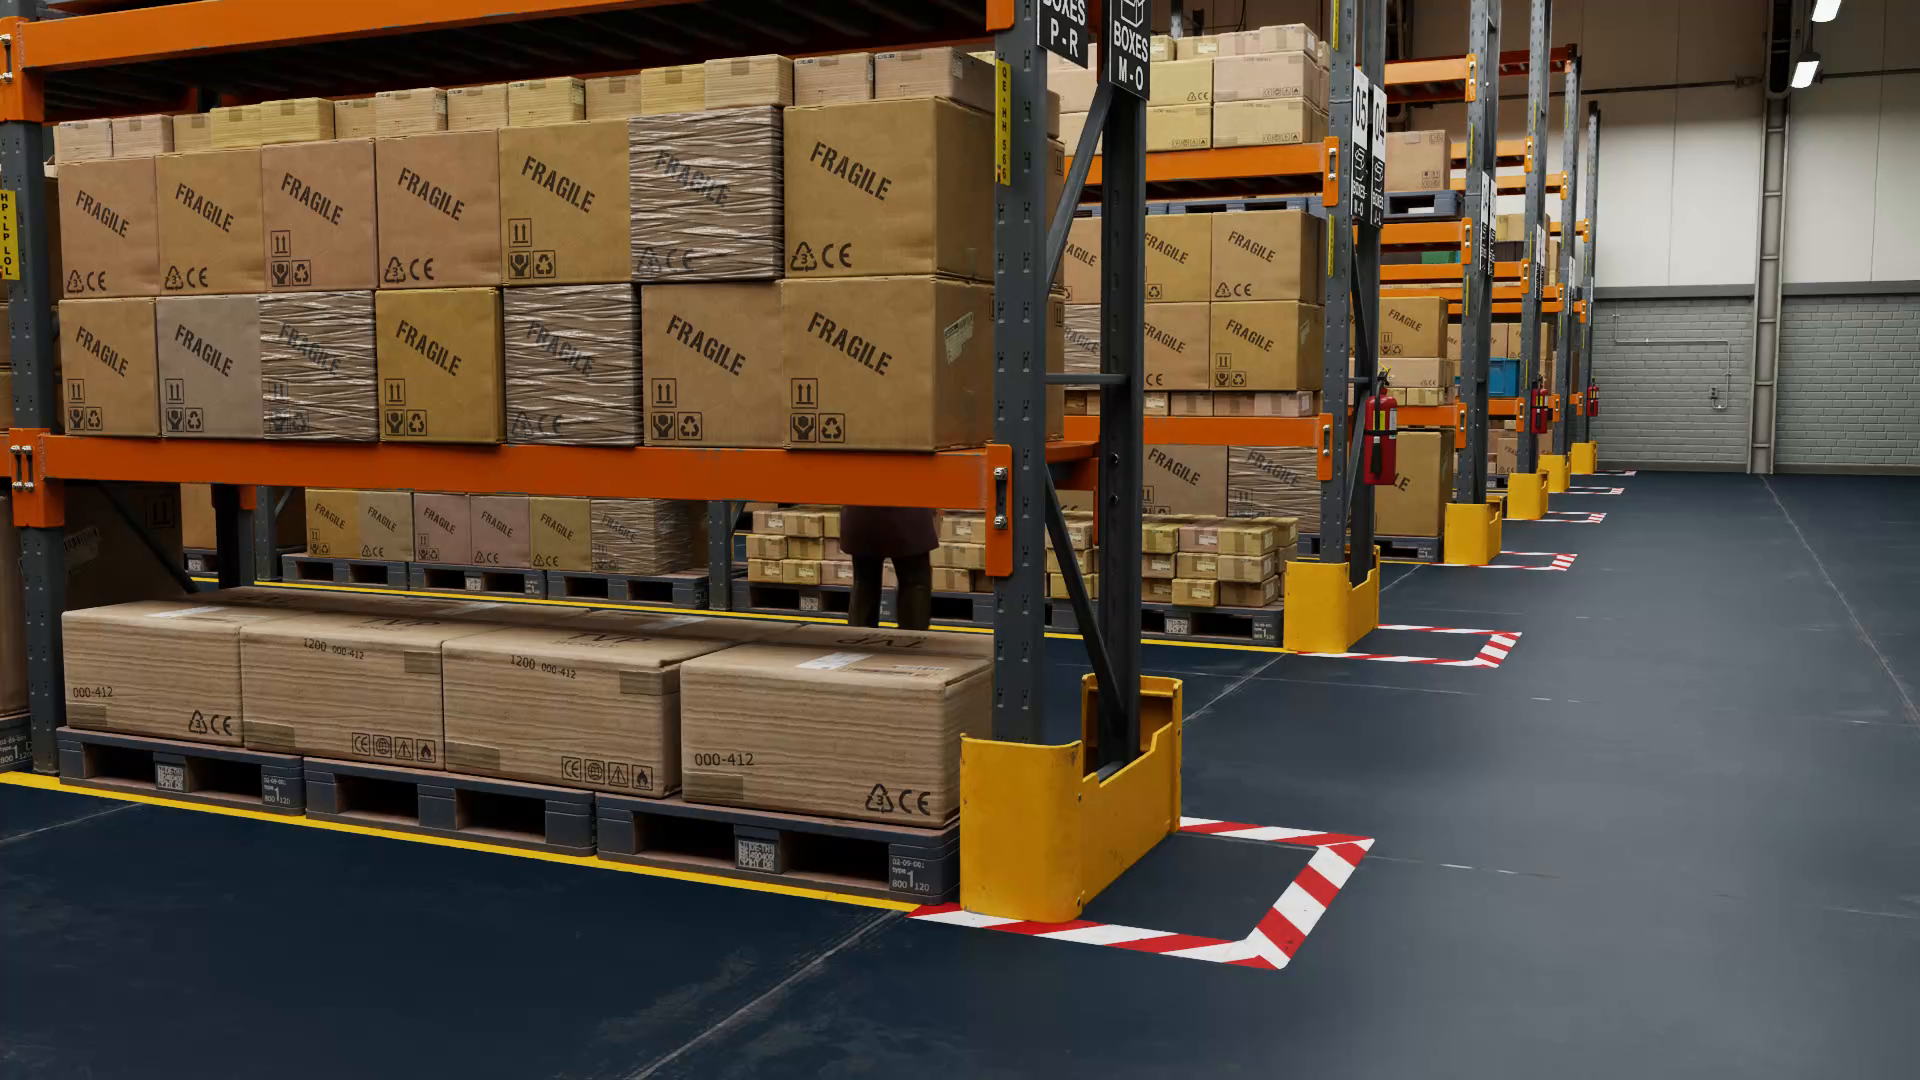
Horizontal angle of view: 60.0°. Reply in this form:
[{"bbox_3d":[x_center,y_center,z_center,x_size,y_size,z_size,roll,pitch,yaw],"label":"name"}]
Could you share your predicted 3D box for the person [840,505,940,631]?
[{"bbox_3d":[-0.355,-0.168,8.191,0.579,1.781,0.443,2,6,22],"label":"person"}]
